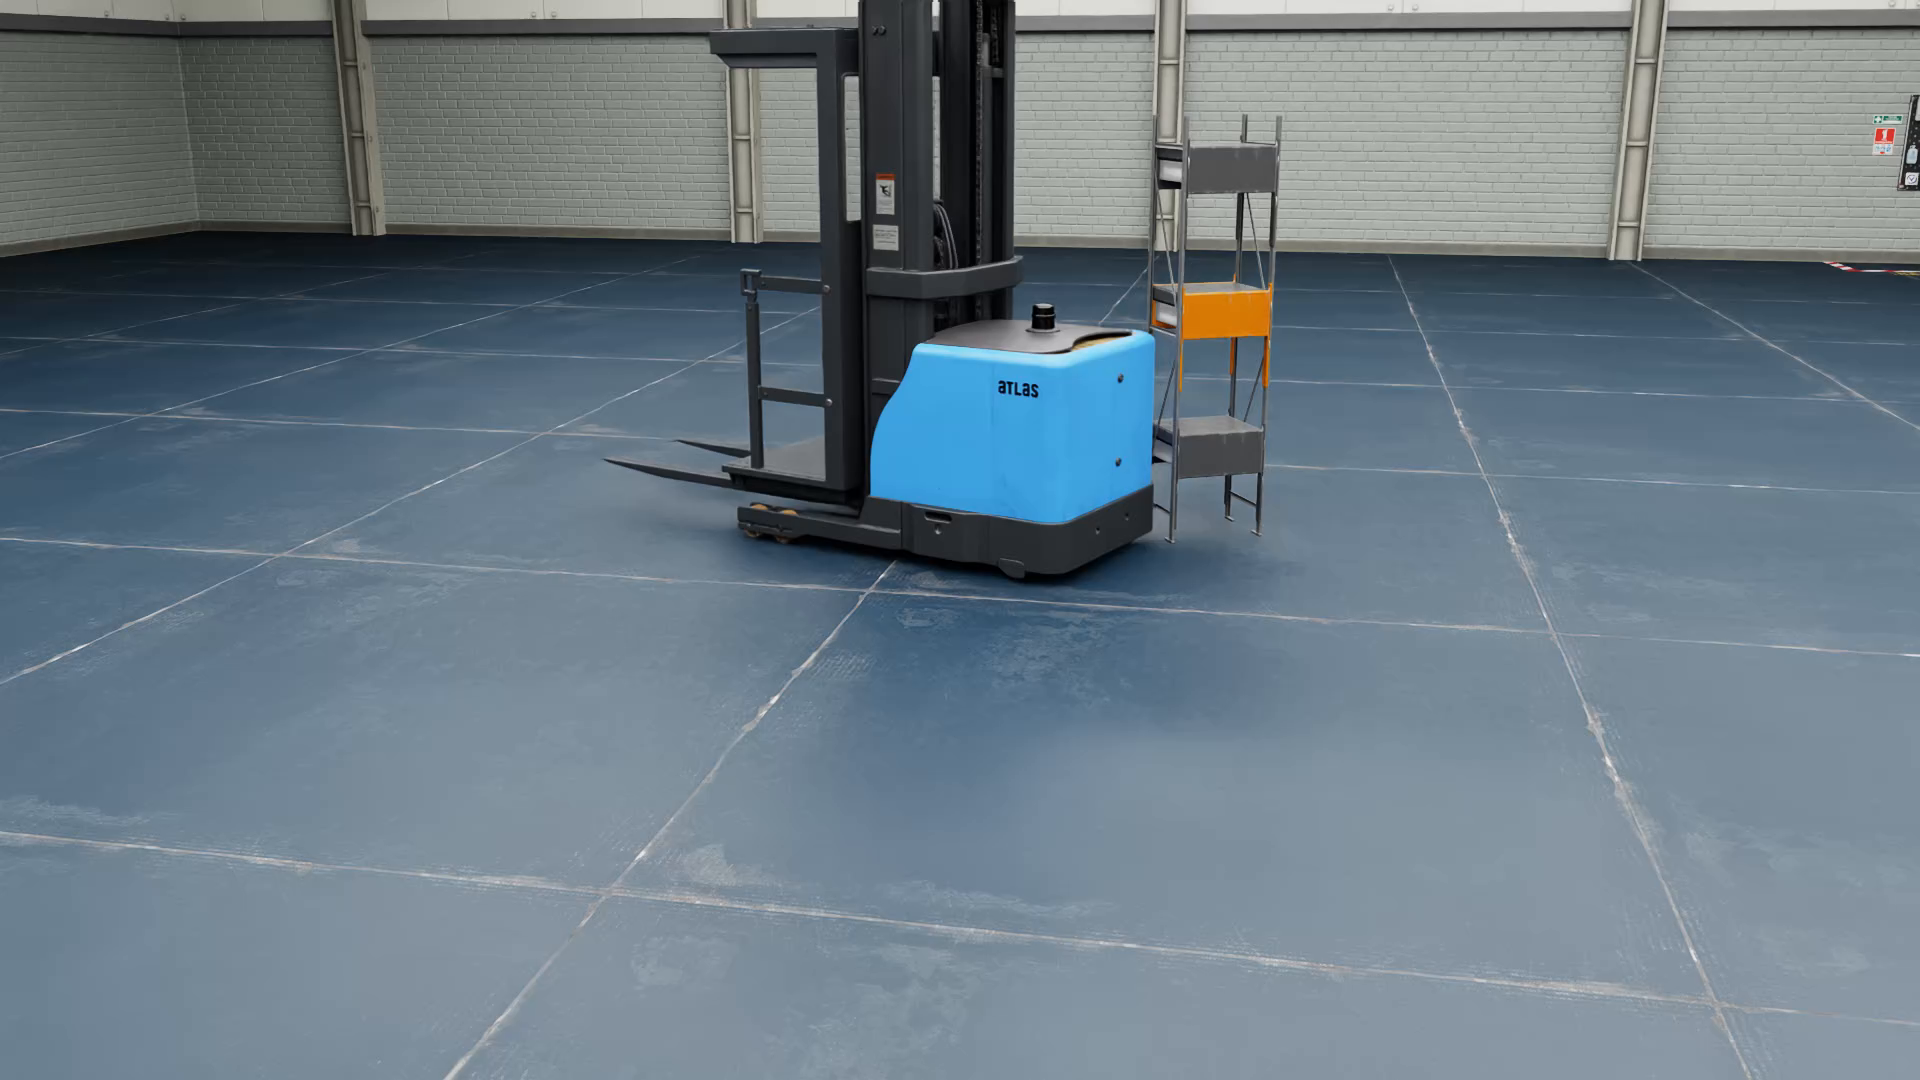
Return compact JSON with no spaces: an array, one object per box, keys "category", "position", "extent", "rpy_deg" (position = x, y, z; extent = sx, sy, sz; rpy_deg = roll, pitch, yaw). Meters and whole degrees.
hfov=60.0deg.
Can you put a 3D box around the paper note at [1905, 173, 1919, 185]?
[{"category":"paper note","position":[11.991,-4.549,20.946],"extent":[0.142,0.148,0.016],"rpy_deg":[3,16,11]}]

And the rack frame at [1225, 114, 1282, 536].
[{"category":"rack frame","position":[1.486,-1.082,8.463],"extent":[0.015,2.100,0.400],"rpy_deg":[-5,16,-17]}]

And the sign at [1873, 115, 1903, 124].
[{"category":"sign","position":[11.632,-5.273,20.848],"extent":[0.331,0.109,0.001],"rpy_deg":[3,16,11]}]

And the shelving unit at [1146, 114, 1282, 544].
[{"category":"shelving unit","position":[1.253,-1.062,8.394],"extent":[0.503,2.100,0.431],"rpy_deg":[-5,16,-17]}]

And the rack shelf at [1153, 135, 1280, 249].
[{"category":"rack shelf","position":[1.253,-1.724,8.211],"extent":[0.480,0.518,0.431],"rpy_deg":[-5,16,-17]}]

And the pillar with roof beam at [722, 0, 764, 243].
[{"category":"pillar with roof beam","position":[-3.932,-7.527,18.809],"extent":[0.400,9.000,9.100],"rpy_deg":[3,16,11]}]

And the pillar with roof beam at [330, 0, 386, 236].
[{"category":"pillar with roof beam","position":[-9.812,-7.846,19.961],"extent":[0.400,9.000,9.100],"rpy_deg":[3,16,11]}]

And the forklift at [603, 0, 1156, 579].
[{"category":"forklift","position":[-0.542,-1.509,8.448],"extent":[3.031,2.935,1.130],"rpy_deg":[10,18,31]}]

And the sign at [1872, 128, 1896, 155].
[{"category":"sign","position":[11.630,-5.020,20.928],"extent":[0.234,0.329,0.001],"rpy_deg":[3,16,11]}]

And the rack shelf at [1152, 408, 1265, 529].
[{"category":"rack shelf","position":[1.253,-0.375,8.584],"extent":[0.480,0.518,0.431],"rpy_deg":[-5,16,-17]}]

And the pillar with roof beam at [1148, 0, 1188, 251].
[{"category":"pillar with roof beam","position":[1.948,-7.208,17.656],"extent":[0.400,9.000,9.100],"rpy_deg":[3,16,11]}]

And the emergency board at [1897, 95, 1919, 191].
[{"category":"emergency board","position":[12.146,-4.951,20.748],"extent":[0.626,1.169,0.157],"rpy_deg":[3,16,11]}]

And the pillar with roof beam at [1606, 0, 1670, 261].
[{"category":"pillar with roof beam","position":[7.827,-6.889,16.504],"extent":[0.400,9.000,9.100],"rpy_deg":[3,16,11]}]

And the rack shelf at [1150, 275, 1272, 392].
[{"category":"rack shelf","position":[1.253,-1.049,8.398],"extent":[0.480,0.518,0.431],"rpy_deg":[-5,16,-17]}]

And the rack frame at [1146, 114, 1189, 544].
[{"category":"rack frame","position":[1.020,-1.043,8.325],"extent":[0.015,2.100,0.400],"rpy_deg":[-5,16,-17]}]
